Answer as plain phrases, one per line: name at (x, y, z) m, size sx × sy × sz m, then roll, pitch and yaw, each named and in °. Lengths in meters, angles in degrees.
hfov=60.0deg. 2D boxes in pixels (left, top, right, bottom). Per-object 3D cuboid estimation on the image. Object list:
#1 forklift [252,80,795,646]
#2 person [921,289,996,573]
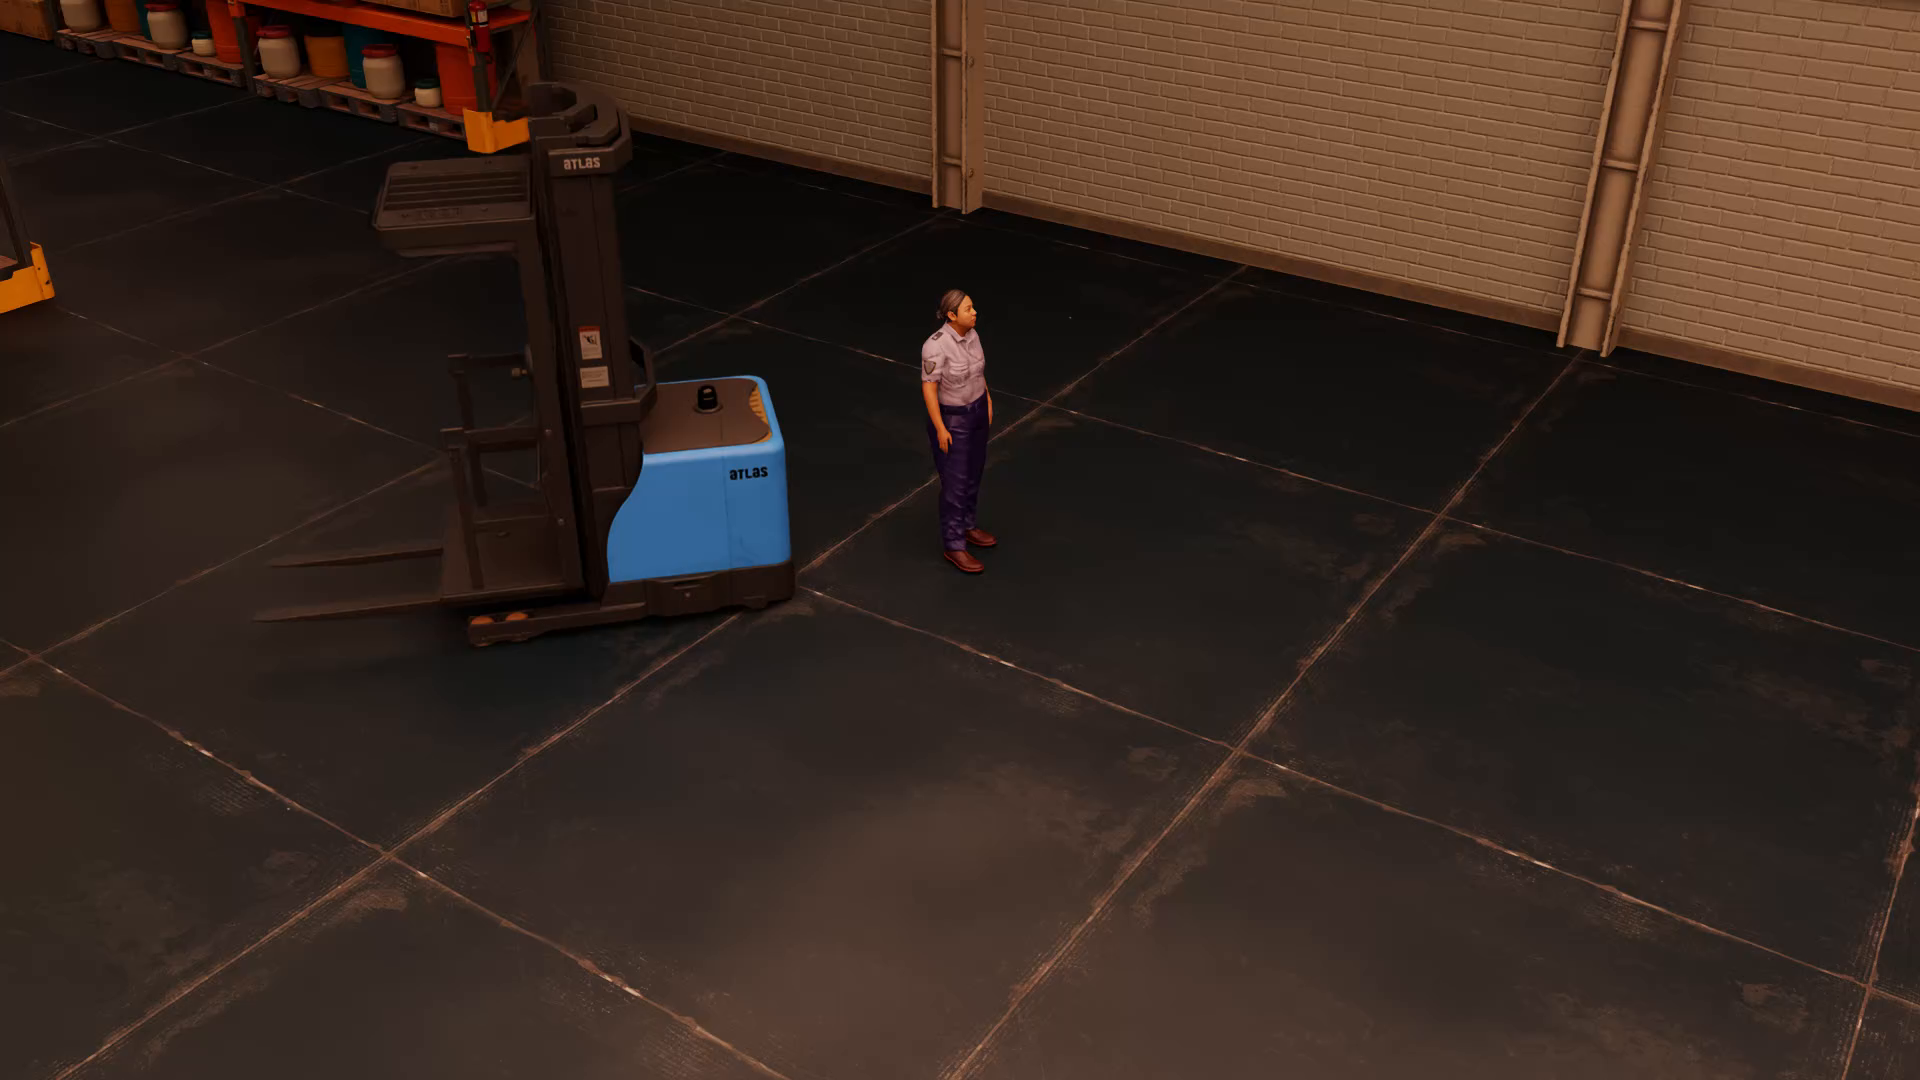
forklift at (-2.547, -0.954, 9.225) m, size 3.031 × 2.935 × 1.130 m, roll -6°, pitch 31°, yaw -11°
person at (0.062, -0.685, 10.023) m, size 0.503 × 1.650 × 0.599 m, roll 19°, pitch 35°, yaw 29°
